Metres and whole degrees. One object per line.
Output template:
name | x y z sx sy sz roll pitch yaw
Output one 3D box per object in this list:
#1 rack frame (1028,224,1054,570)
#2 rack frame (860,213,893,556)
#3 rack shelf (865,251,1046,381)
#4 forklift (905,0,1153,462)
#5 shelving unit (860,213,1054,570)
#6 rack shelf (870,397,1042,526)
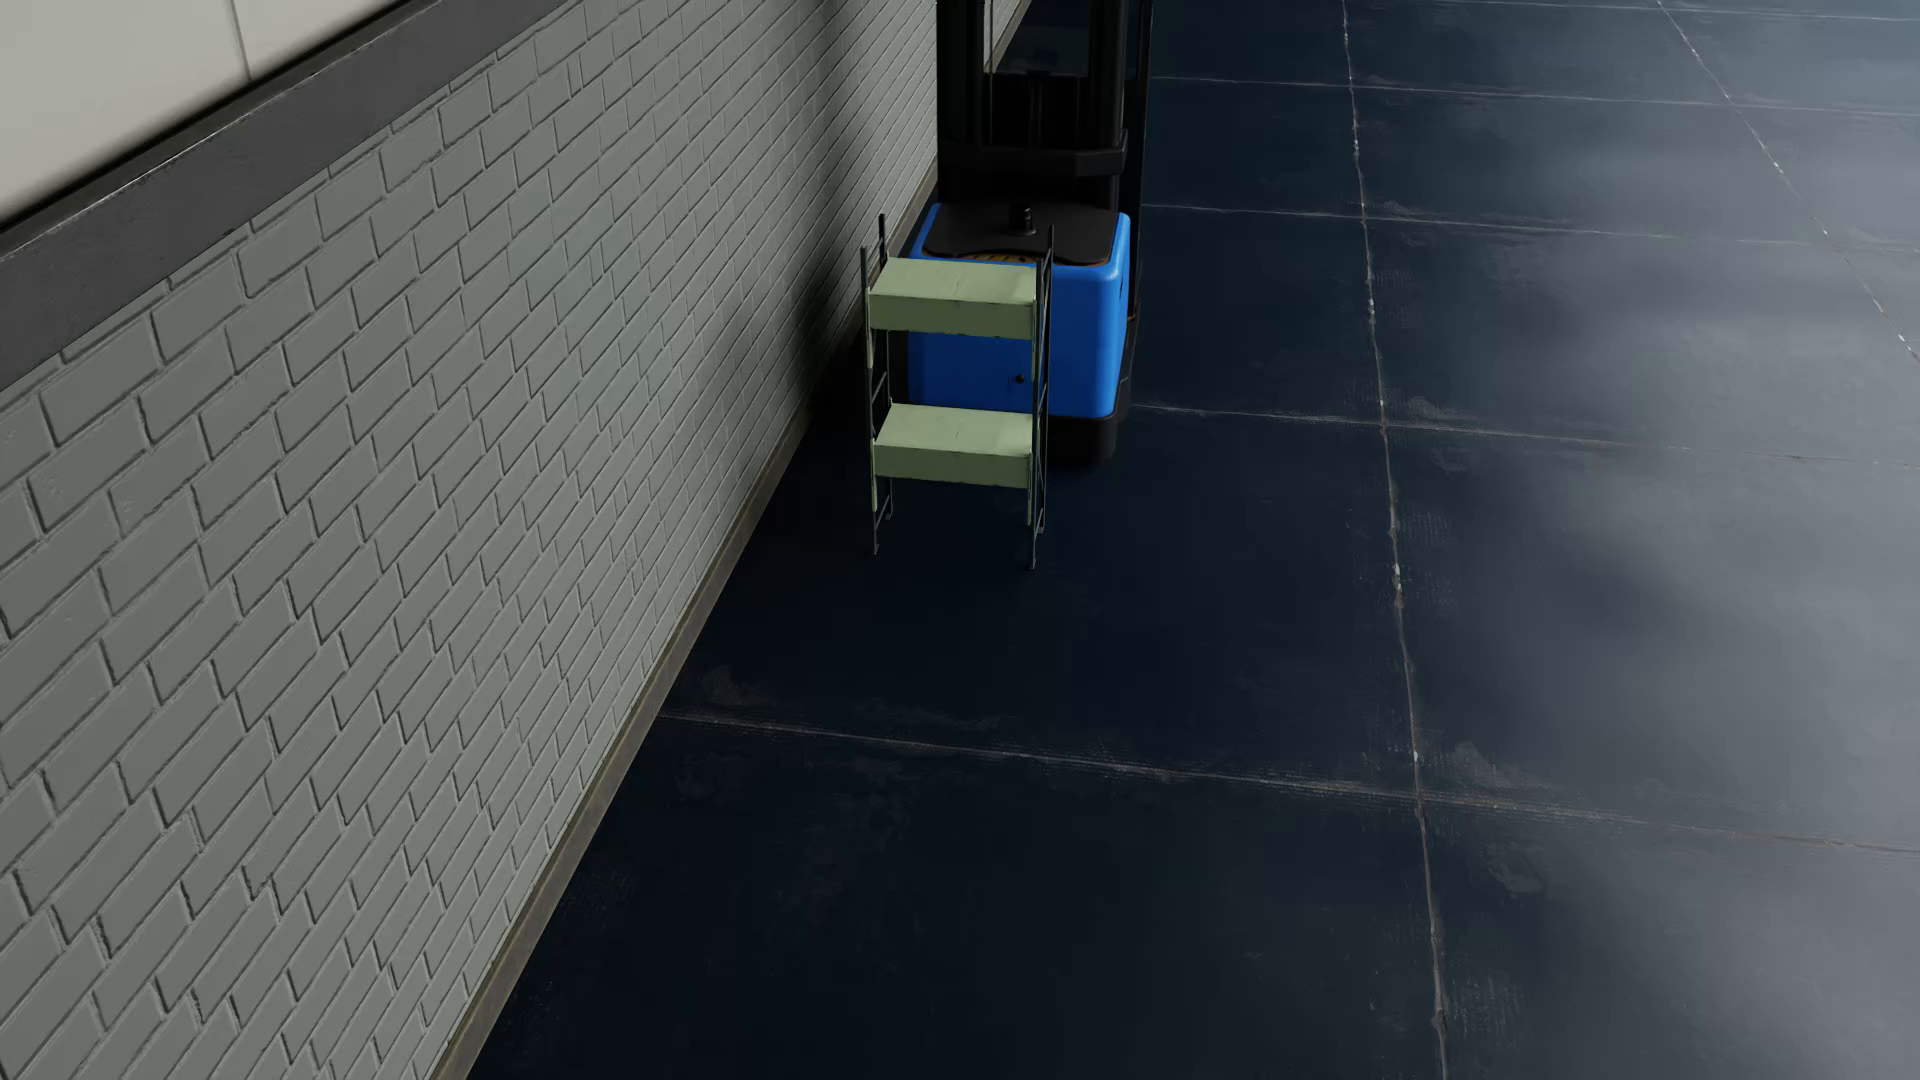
rack frame | 0.354 -0.604 7.301 0.023 1.500 0.400 5 32 8
rack frame | -0.367 -0.669 7.405 0.023 1.500 0.400 5 32 8
rack shelf | -0.007 -0.967 7.146 0.720 0.370 0.431 5 32 8
forklift | 0.460 -2.393 8.811 1.130 2.935 3.031 5 32 7
shelving unit | -0.007 -0.636 7.353 0.755 1.500 0.431 5 32 8
rack shelf | -0.007 -0.360 7.526 0.720 0.370 0.431 5 32 8
